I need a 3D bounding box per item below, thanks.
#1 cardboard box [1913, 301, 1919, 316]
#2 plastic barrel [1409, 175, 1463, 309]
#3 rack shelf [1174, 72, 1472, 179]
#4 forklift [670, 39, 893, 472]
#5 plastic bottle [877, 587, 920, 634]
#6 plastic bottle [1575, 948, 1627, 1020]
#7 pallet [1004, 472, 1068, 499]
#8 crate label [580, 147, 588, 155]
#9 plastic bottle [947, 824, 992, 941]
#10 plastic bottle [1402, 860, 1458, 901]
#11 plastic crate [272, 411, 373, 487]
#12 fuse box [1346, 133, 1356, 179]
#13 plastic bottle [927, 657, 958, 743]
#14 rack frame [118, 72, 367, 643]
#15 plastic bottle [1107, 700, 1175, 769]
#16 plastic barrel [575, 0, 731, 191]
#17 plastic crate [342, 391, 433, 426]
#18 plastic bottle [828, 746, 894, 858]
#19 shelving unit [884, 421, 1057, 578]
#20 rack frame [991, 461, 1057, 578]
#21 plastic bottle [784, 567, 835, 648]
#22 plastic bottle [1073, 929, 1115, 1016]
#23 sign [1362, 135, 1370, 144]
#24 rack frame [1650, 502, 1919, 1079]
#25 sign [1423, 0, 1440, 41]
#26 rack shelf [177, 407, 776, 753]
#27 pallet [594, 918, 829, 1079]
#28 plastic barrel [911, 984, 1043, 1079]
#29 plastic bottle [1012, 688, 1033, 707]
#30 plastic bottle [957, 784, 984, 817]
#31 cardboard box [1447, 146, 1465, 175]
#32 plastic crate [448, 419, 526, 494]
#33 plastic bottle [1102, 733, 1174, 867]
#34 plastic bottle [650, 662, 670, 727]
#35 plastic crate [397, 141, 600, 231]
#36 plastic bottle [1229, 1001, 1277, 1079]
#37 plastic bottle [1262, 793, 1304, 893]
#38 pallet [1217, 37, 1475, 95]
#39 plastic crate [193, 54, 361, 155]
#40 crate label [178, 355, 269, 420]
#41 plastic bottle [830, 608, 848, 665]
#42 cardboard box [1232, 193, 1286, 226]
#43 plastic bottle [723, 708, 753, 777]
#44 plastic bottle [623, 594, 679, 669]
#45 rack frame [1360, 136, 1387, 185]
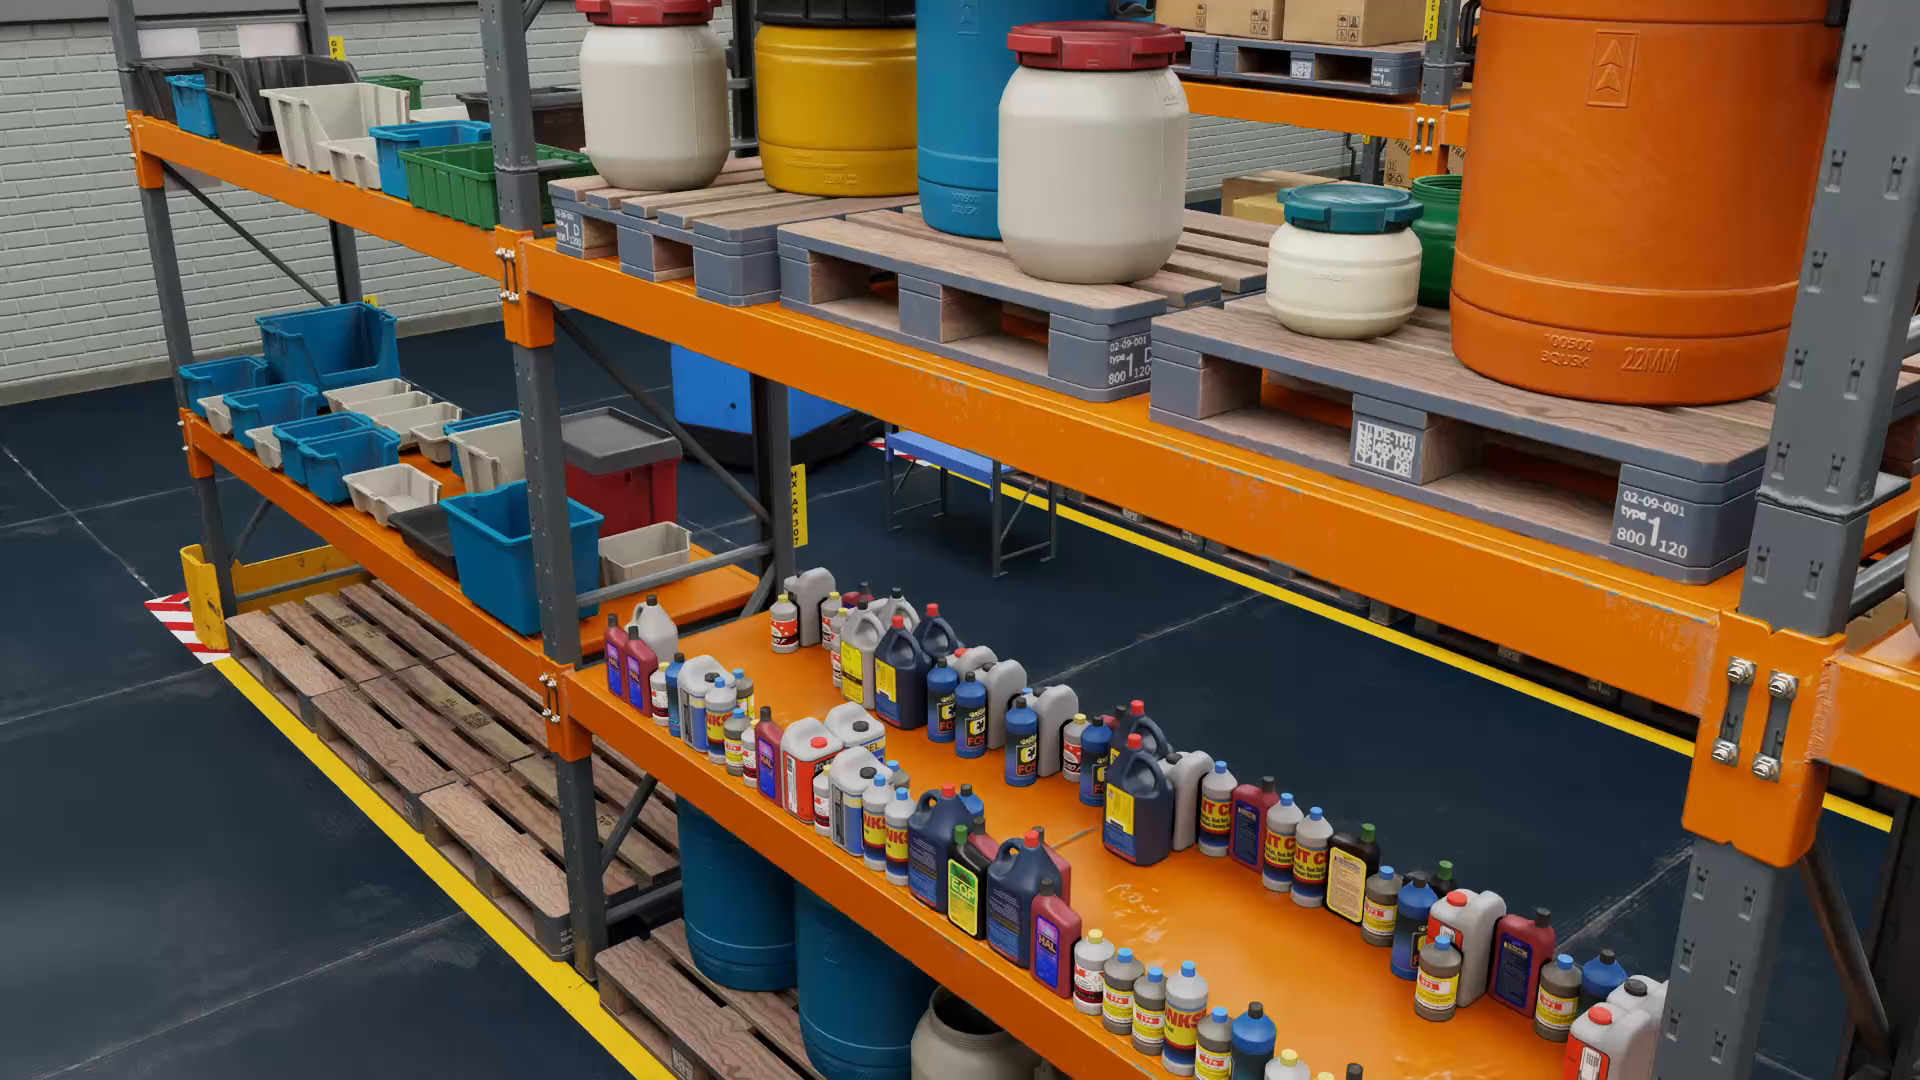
[{"bbox_3d":[4.431,-0.840,7.004,0.797,0.503,0.637,-17,27,-36],"label":"cardboard box"},{"bbox_3d":[1.050,-0.629,3.500,0.294,0.245,0.294,0,21,0],"label":"plastic barrel"},{"bbox_3d":[1.403,-2.660,10.035,1.077,0.370,4.000,-17,27,-37],"label":"rack shelf"},{"bbox_3d":[-0.899,-2.320,12.390,1.130,2.935,3.031,11,24,26],"label":"forklift"},{"bbox_3d":[-0.196,0.333,5.589,0.144,0.351,0.185,-17,27,-37],"label":"plastic bottle"},{"bbox_3d":[1.475,1.064,3.832,0.097,0.271,0.097,0,21,0],"label":"plastic bottle"},{"bbox_3d":[0.679,-0.650,11.854,1.003,0.211,1.213,-17,27,-37],"label":"pallet"},{"bbox_3d":[-1.144,-1.344,6.051,0.293,0.136,0.466,-17,27,-37],"label":"crate label"},{"bbox_3d":[0.026,0.879,4.286,0.061,0.283,0.133,-17,27,-37],"label":"plastic bottle"},{"bbox_3d":[1.175,0.921,4.180,0.061,0.283,0.133,-17,27,-37],"label":"plastic bottle"},{"bbox_3d":[-2.883,-0.411,7.568,0.416,0.233,0.300,-17,27,-37],"label":"plastic crate"},{"bbox_3d":[5.593,-5.922,23.257,0.539,1.711,0.414,-17,27,-37],"label":"fuse box"},{"bbox_3d":[-0.056,0.501,5.269,0.097,0.271,0.097,0,21,0],"label":"plastic bottle"},{"bbox_3d":[-3.655,-0.971,8.851,1.000,3.000,0.127,-17,27,-37],"label":"rack frame"},{"bbox_3d":[0.523,0.637,4.812,0.144,0.351,0.185,-17,27,-37],"label":"plastic bottle"},{"bbox_3d":[-0.890,-1.317,4.858,0.433,0.535,0.433,0,21,0],"label":"plastic barrel"},{"bbox_3d":[-2.807,-0.611,8.210,0.396,0.136,0.243,-17,27,-37],"label":"plastic crate"},{"bbox_3d":[-0.274,0.730,4.677,0.152,0.276,0.135,-17,27,-37],"label":"plastic bottle"},{"bbox_3d":[0.056,-0.675,10.150,0.538,1.500,1.048,-17,27,-37],"label":"shelving unit"},{"bbox_3d":[0.388,-0.534,9.792,0.500,1.500,0.032,-17,27,-37],"label":"rack frame"},{"bbox_3d":[-0.541,0.223,5.971,0.152,0.276,0.135,-17,27,-37],"label":"plastic bottle"},{"bbox_3d":[0.323,1.033,4.006,0.097,0.201,0.097,0,21,0],"label":"plastic bottle"},{"bbox_3d":[3.510,-3.577,14.317,0.100,0.325,0.005,-17,27,-37],"label":"sign"},{"bbox_3d":[1.567,1.239,3.208,1.000,3.000,0.127,-17,27,-37],"label":"rack frame"},{"bbox_3d":[2.289,-2.587,8.046,0.100,0.325,0.005,-17,27,-37],"label":"sign"},{"bbox_3d":[-2.349,-0.084,7.572,1.077,0.370,4.000,-17,27,-37],"label":"rack shelf"},{"bbox_3d":[-0.571,1.655,5.969,1.003,0.211,1.213,-17,27,-37],"label":"pallet"},{"bbox_3d":[0.062,1.624,5.061,0.421,0.512,0.421,0,21,0],"label":"plastic barrel"},{"bbox_3d":[0.210,0.561,5.211,0.097,0.201,0.097,0,21,0],"label":"plastic bottle"},{"bbox_3d":[0.017,0.790,4.530,0.097,0.271,0.097,0,21,0],"label":"plastic bottle"},{"bbox_3d":[4.374,-3.157,13.886,0.500,0.500,0.500,-17,27,-37],"label":"cardboard box"},{"bbox_3d":[-1.901,-0.305,7.229,0.437,0.282,0.530,-17,27,-37],"label":"plastic crate"},{"bbox_3d":[0.496,0.710,4.625,0.144,0.351,0.185,-17,27,-37],"label":"plastic bottle"},{"bbox_3d":[-0.951,0.493,5.384,0.097,0.201,0.097,0,21,0],"label":"plastic bottle"},{"bbox_3d":[-1.549,-1.209,5.636,0.450,0.188,0.662,-17,27,-37],"label":"plastic crate"},{"bbox_3d":[0.641,1.135,3.650,0.097,0.271,0.097,0,21,0],"label":"plastic bottle"},{"bbox_3d":[0.872,0.808,4.484,0.097,0.271,0.097,0,21,0],"label":"plastic bottle"},{"bbox_3d":[2.183,-2.629,9.093,1.003,0.211,1.213,-17,27,-37],"label":"pallet"},{"bbox_3d":[-2.866,-1.852,7.071,0.504,0.338,0.767,-17,27,-37],"label":"plastic crate"},{"bbox_3d":[-3.743,-0.775,8.497,0.416,0.233,0.303,-17,27,-37],"label":"crate label"},{"bbox_3d":[-0.404,0.335,5.788,0.097,0.201,0.097,0,21,0],"label":"plastic bottle"},{"bbox_3d":[1.882,-1.666,9.394,0.500,0.500,0.500,-17,27,-37],"label":"cardboard box"},{"bbox_3d":[-0.673,0.611,5.083,0.097,0.201,0.097,0,21,0],"label":"plastic bottle"},{"bbox_3d":[-1.033,0.342,5.565,0.144,0.351,0.185,-17,27,-37],"label":"plastic bottle"},{"bbox_3d":[3.921,-3.303,14.805,1.000,3.000,0.127,-17,27,-37],"label":"rack frame"}]
